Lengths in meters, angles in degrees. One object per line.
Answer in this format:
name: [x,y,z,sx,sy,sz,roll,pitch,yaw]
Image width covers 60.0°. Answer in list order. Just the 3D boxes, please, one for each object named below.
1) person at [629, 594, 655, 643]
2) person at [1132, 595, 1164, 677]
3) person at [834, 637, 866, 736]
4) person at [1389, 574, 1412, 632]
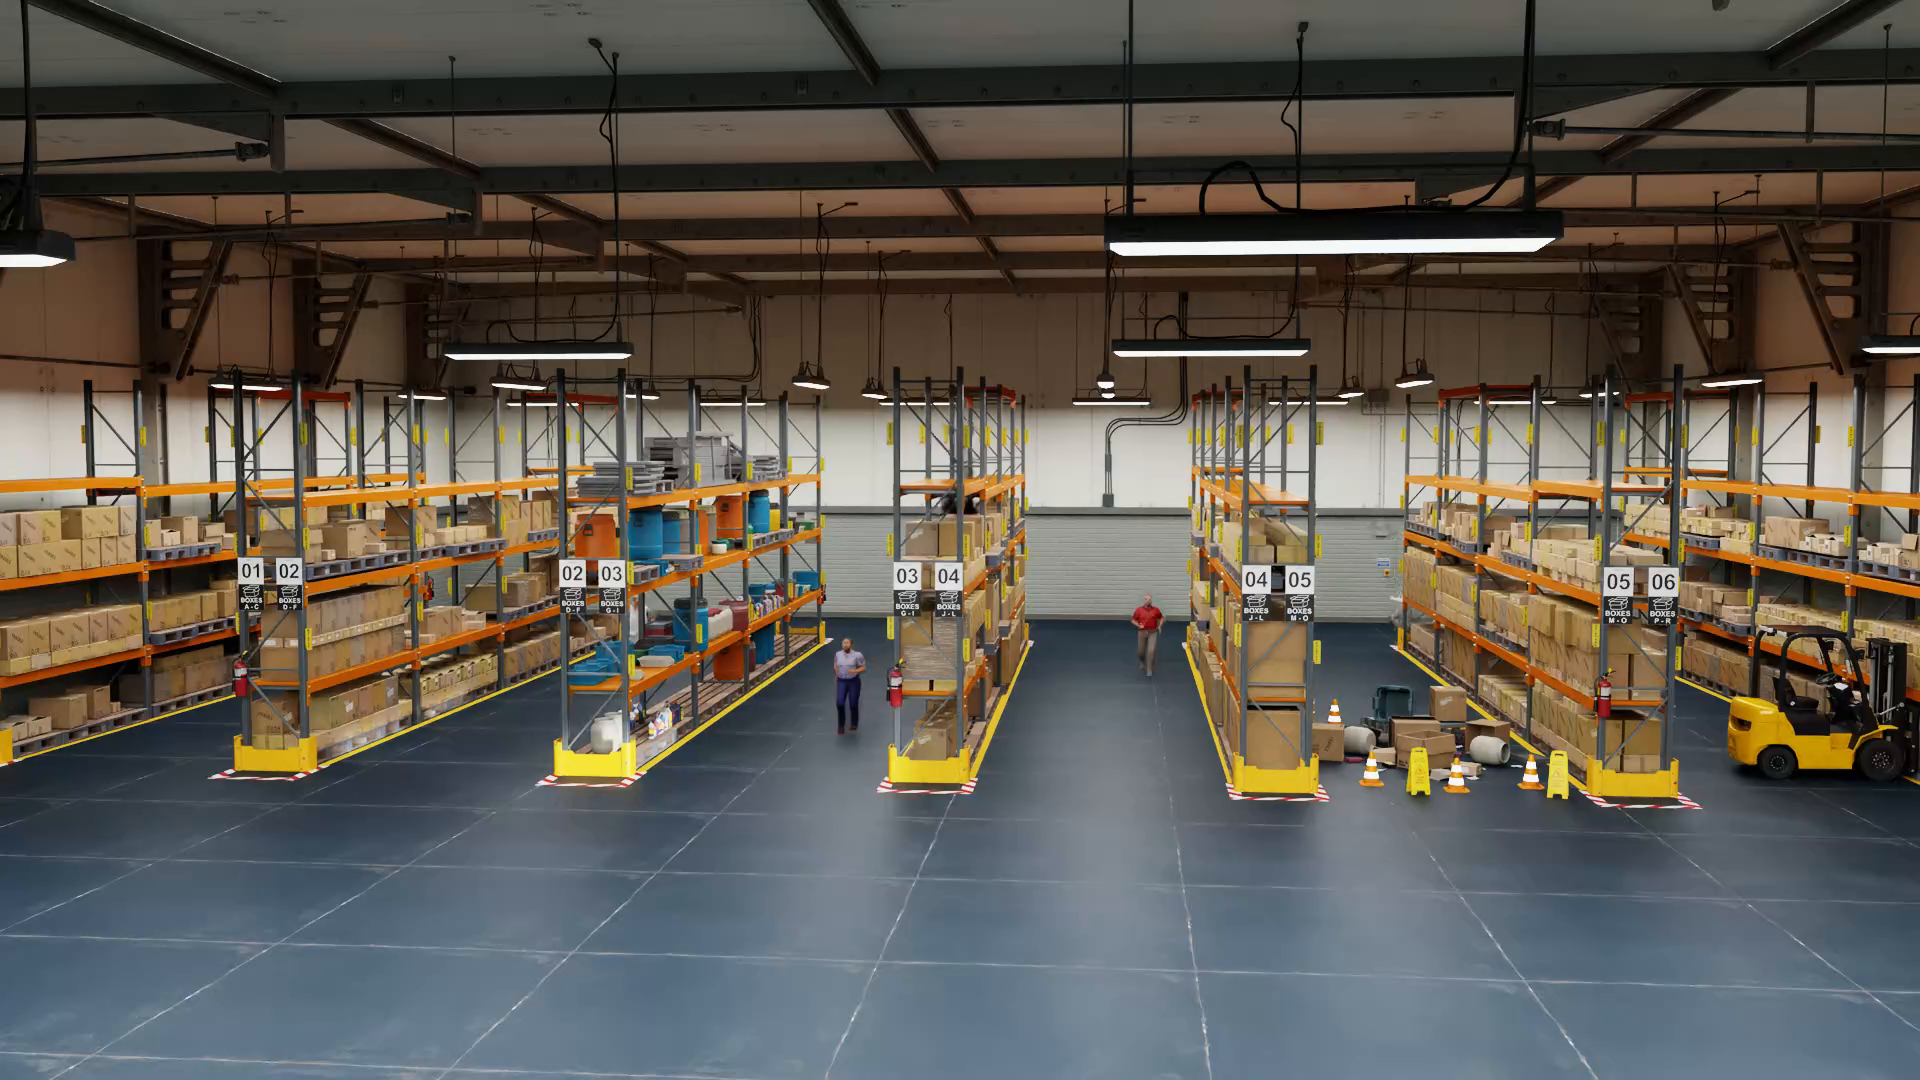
person: [-6.648,1.989,34.388,0.657,1.771,0.863,0,4,-7]
person: [3.940,1.992,34.848,0.674,1.687,0.797,0,4,5]
person: [-1.865,2.458,27.951,0.586,1.676,0.708,0,4,7]
person: [10.785,1.647,40.322,0.765,1.645,0.642,0,4,5]
